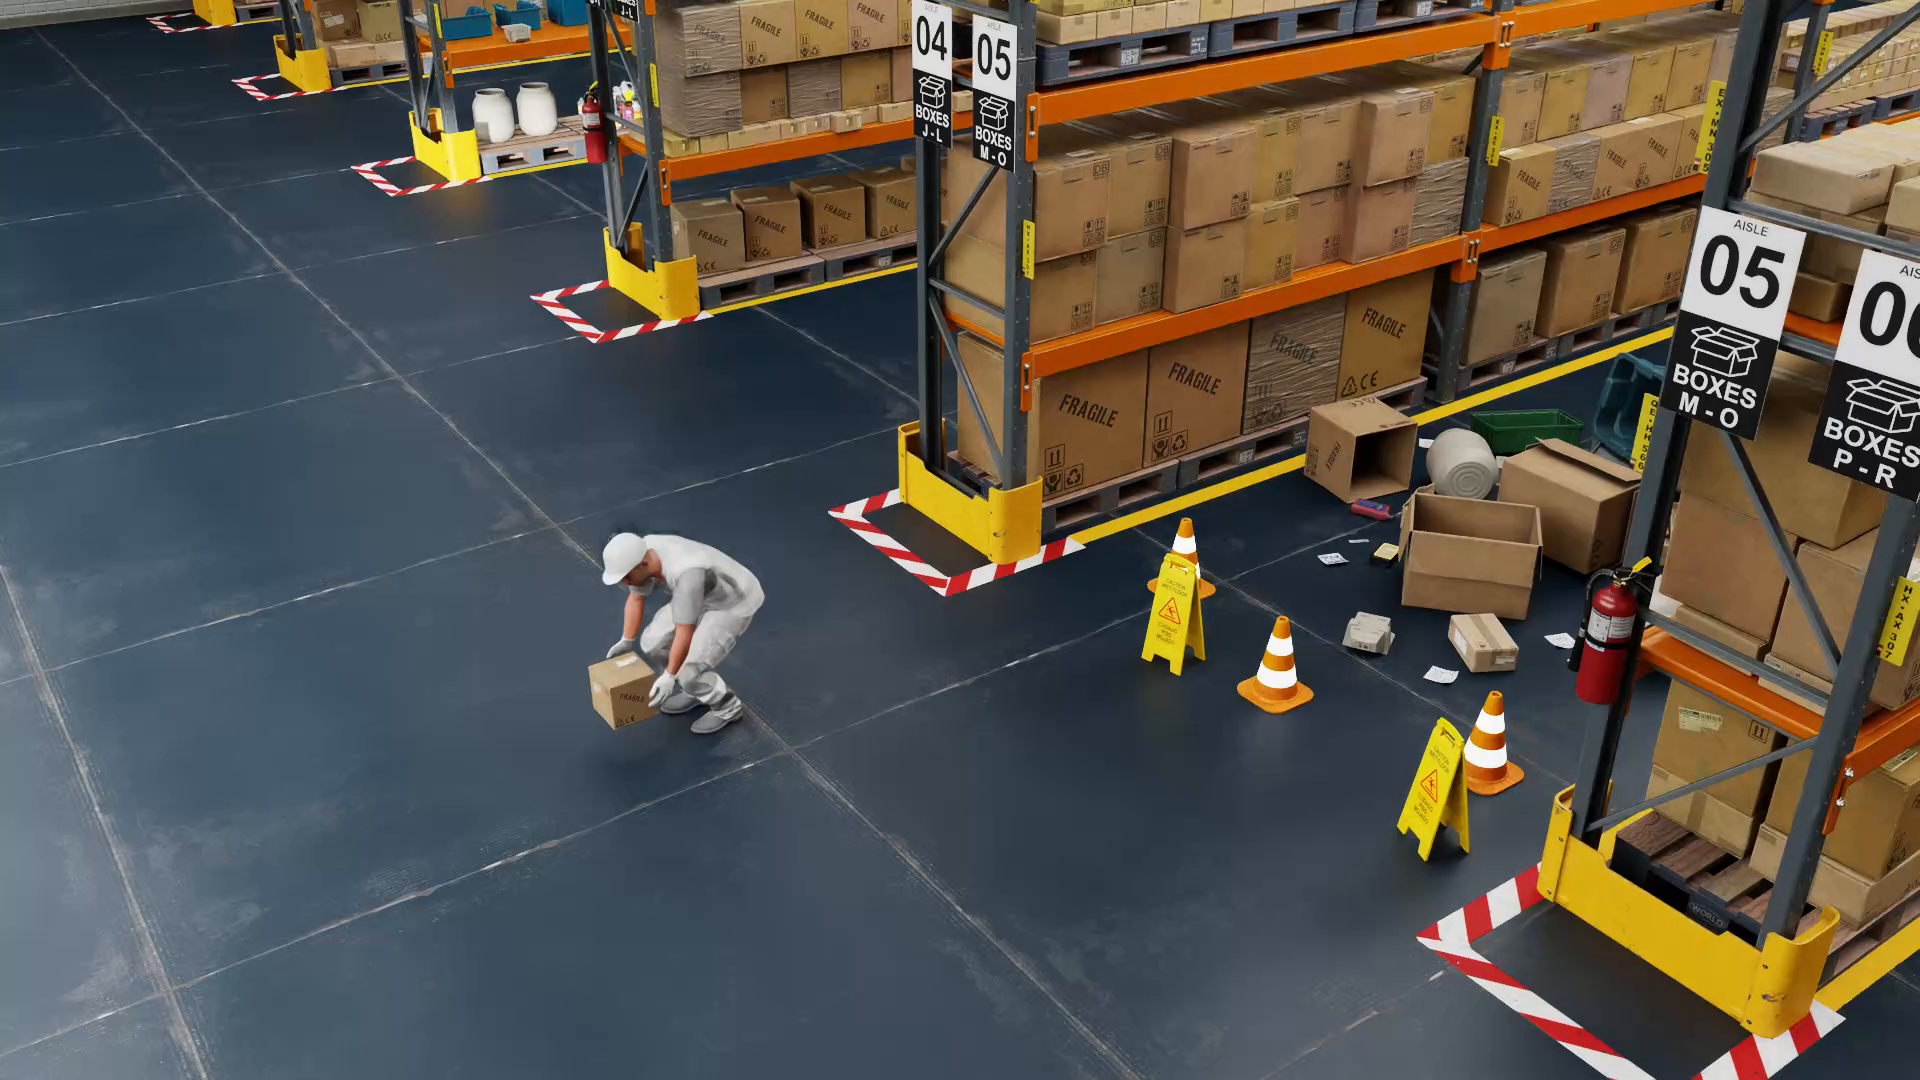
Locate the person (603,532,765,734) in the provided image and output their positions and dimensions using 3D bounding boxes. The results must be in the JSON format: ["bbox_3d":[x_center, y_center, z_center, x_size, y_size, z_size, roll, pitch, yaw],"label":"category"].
[{"bbox_3d":[-1.382,0.424,8.421,0.839,1.212,0.582,-19,34,-31],"label":"person"}]
